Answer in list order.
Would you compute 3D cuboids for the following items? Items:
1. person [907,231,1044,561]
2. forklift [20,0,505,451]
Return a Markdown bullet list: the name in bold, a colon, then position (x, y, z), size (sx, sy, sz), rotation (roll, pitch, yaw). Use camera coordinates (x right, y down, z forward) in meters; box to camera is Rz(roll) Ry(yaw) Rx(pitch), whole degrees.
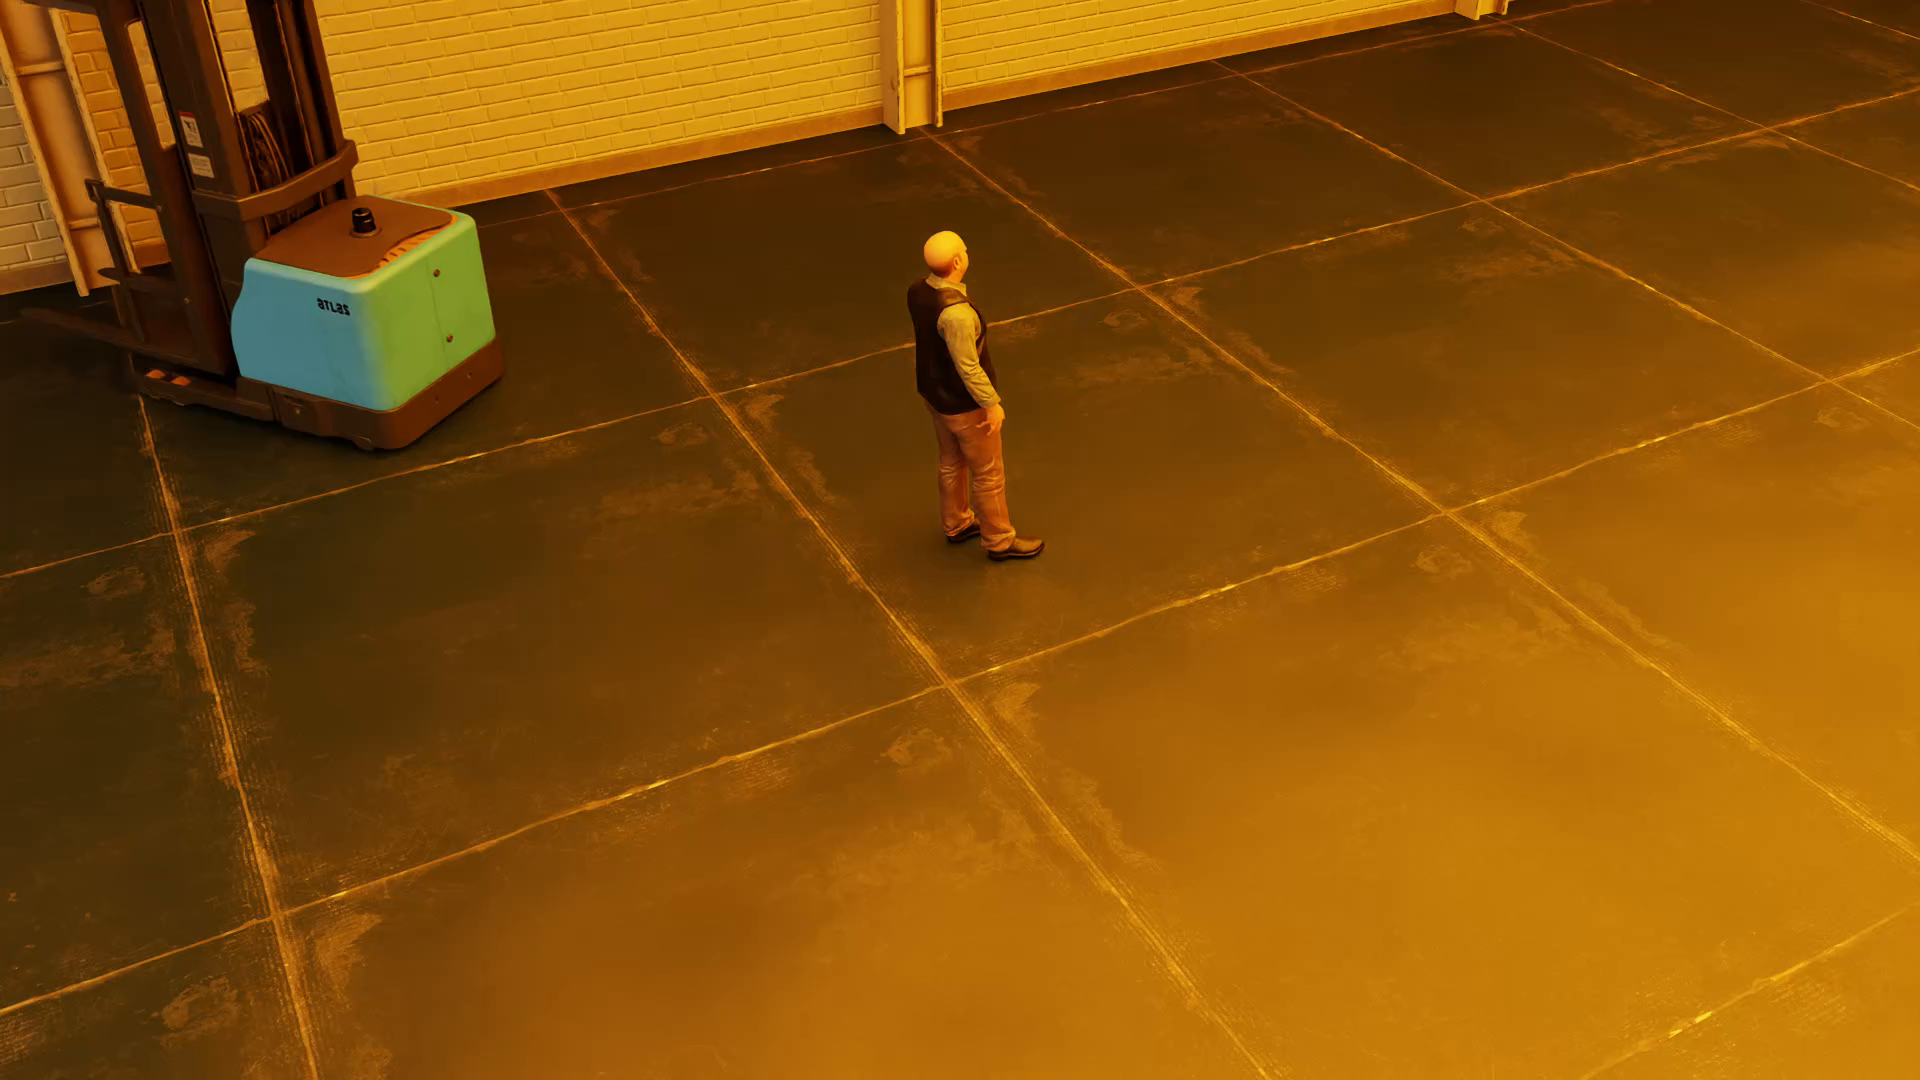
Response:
- **person**: position (0.059, -0.722, 8.180), size (0.566, 1.722, 0.633), rotation (-17, 39, -23)
- **forklift**: position (-4.293, -2.250, 9.306), size (3.031, 2.935, 1.130), rotation (14, 38, 19)
